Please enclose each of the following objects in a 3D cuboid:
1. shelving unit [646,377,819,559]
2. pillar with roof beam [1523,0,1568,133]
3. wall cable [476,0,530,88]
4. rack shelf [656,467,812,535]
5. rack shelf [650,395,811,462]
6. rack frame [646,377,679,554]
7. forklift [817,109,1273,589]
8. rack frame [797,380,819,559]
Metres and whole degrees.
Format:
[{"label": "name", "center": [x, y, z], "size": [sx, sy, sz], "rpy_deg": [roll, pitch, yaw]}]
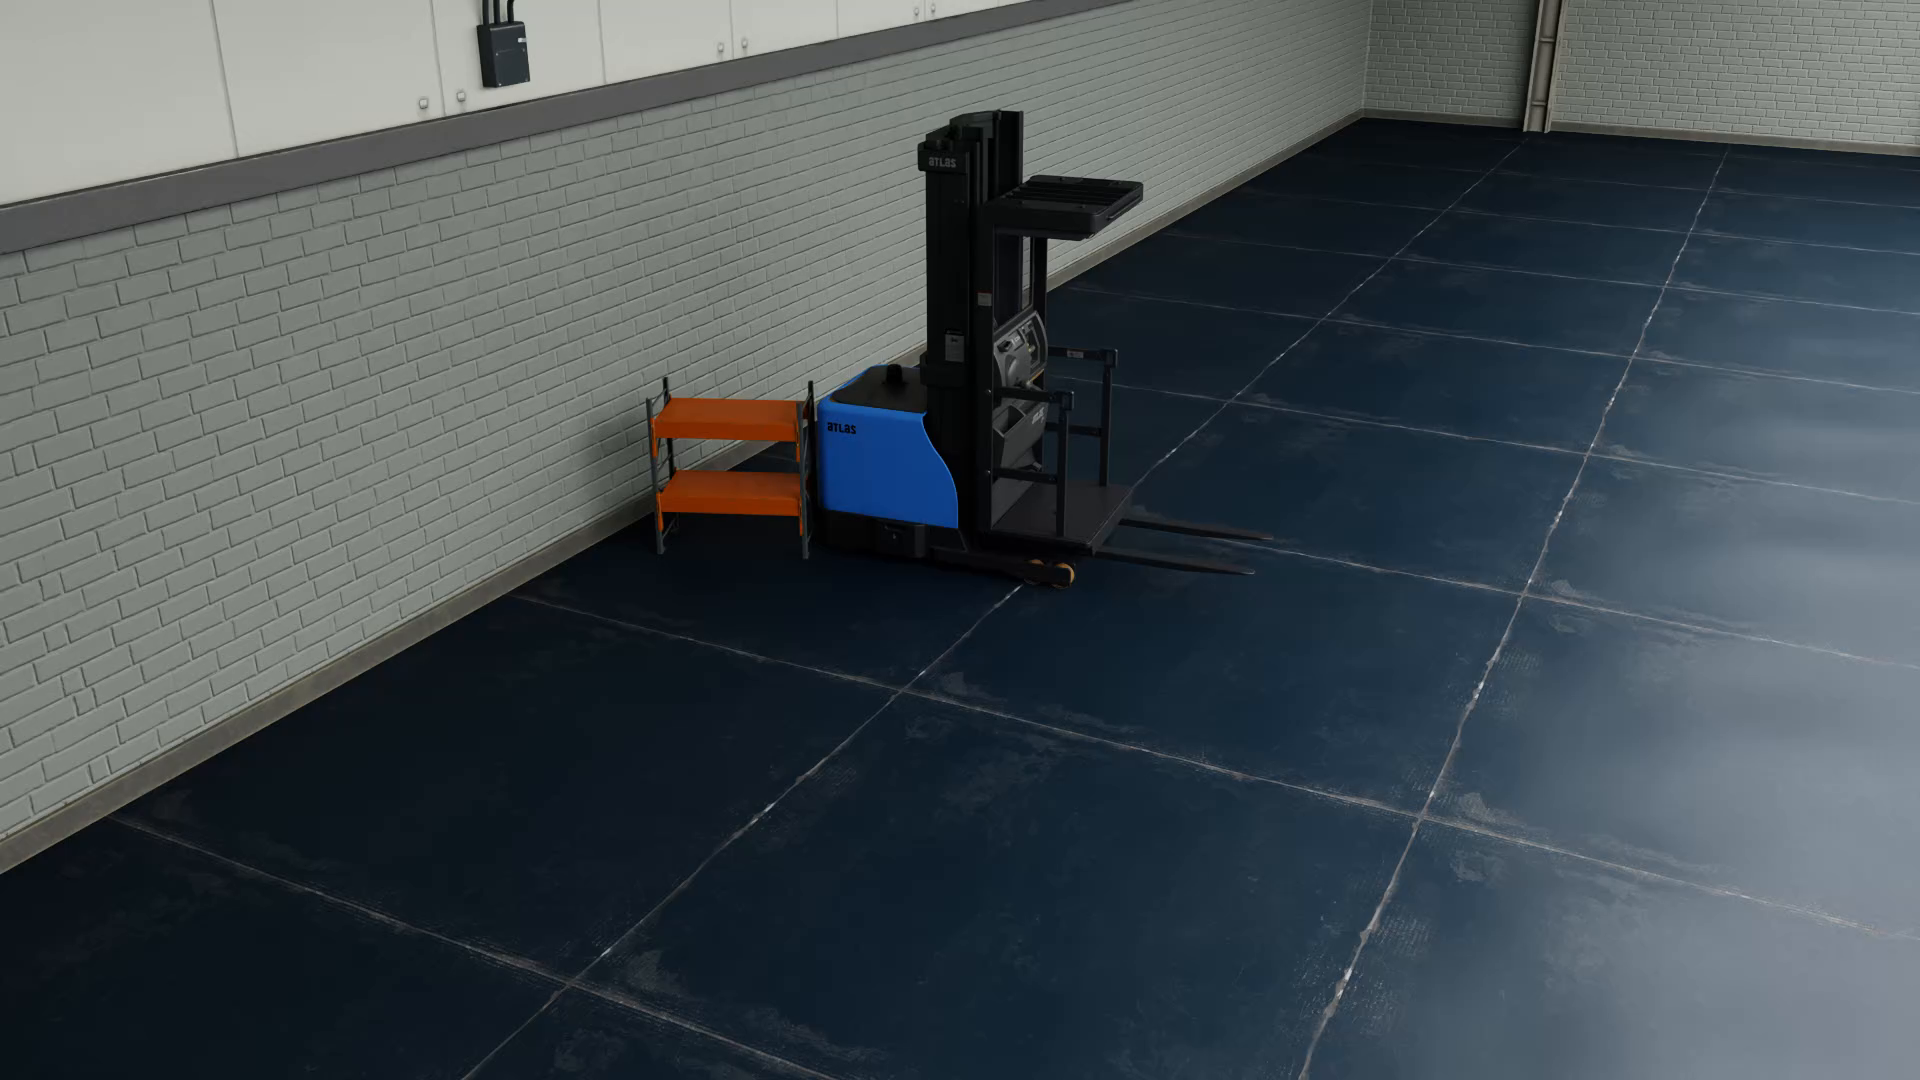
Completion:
[{"label": "shelving unit", "center": [-1.553, -0.501, 11.490], "size": [1.048, 1.125, 0.538], "rpy_deg": [2, 23, 4]}, {"label": "pillar with roof beam", "center": [7.730, -9.506, 22.605], "size": [0.400, 9.000, 9.100], "rpy_deg": [11, 25, 25]}, {"label": "wall cable", "center": [-2.275, -5.868, 9.705], "size": [0.169, 6.003, 2.305], "rpy_deg": [11, 25, 25]}, {"label": "rack shelf", "center": [-1.553, -0.276, 11.586], "size": [1.000, 0.278, 0.538], "rpy_deg": [2, 23, 4]}, {"label": "rack shelf", "center": [-1.553, -0.770, 11.376], "size": [1.000, 0.278, 0.538], "rpy_deg": [2, 23, 4]}, {"label": "rack frame", "center": [-2.060, -0.517, 11.529], "size": [0.032, 1.125, 0.500], "rpy_deg": [2, 23, 4]}, {"label": "forklift", "center": [0.588, -1.260, 10.968], "size": [3.031, 2.935, 1.130], "rpy_deg": [9, 24, 19]}, {"label": "rack frame", "center": [-1.047, -0.484, 11.452], "size": [0.032, 1.125, 0.500], "rpy_deg": [2, 23, 4]}]
